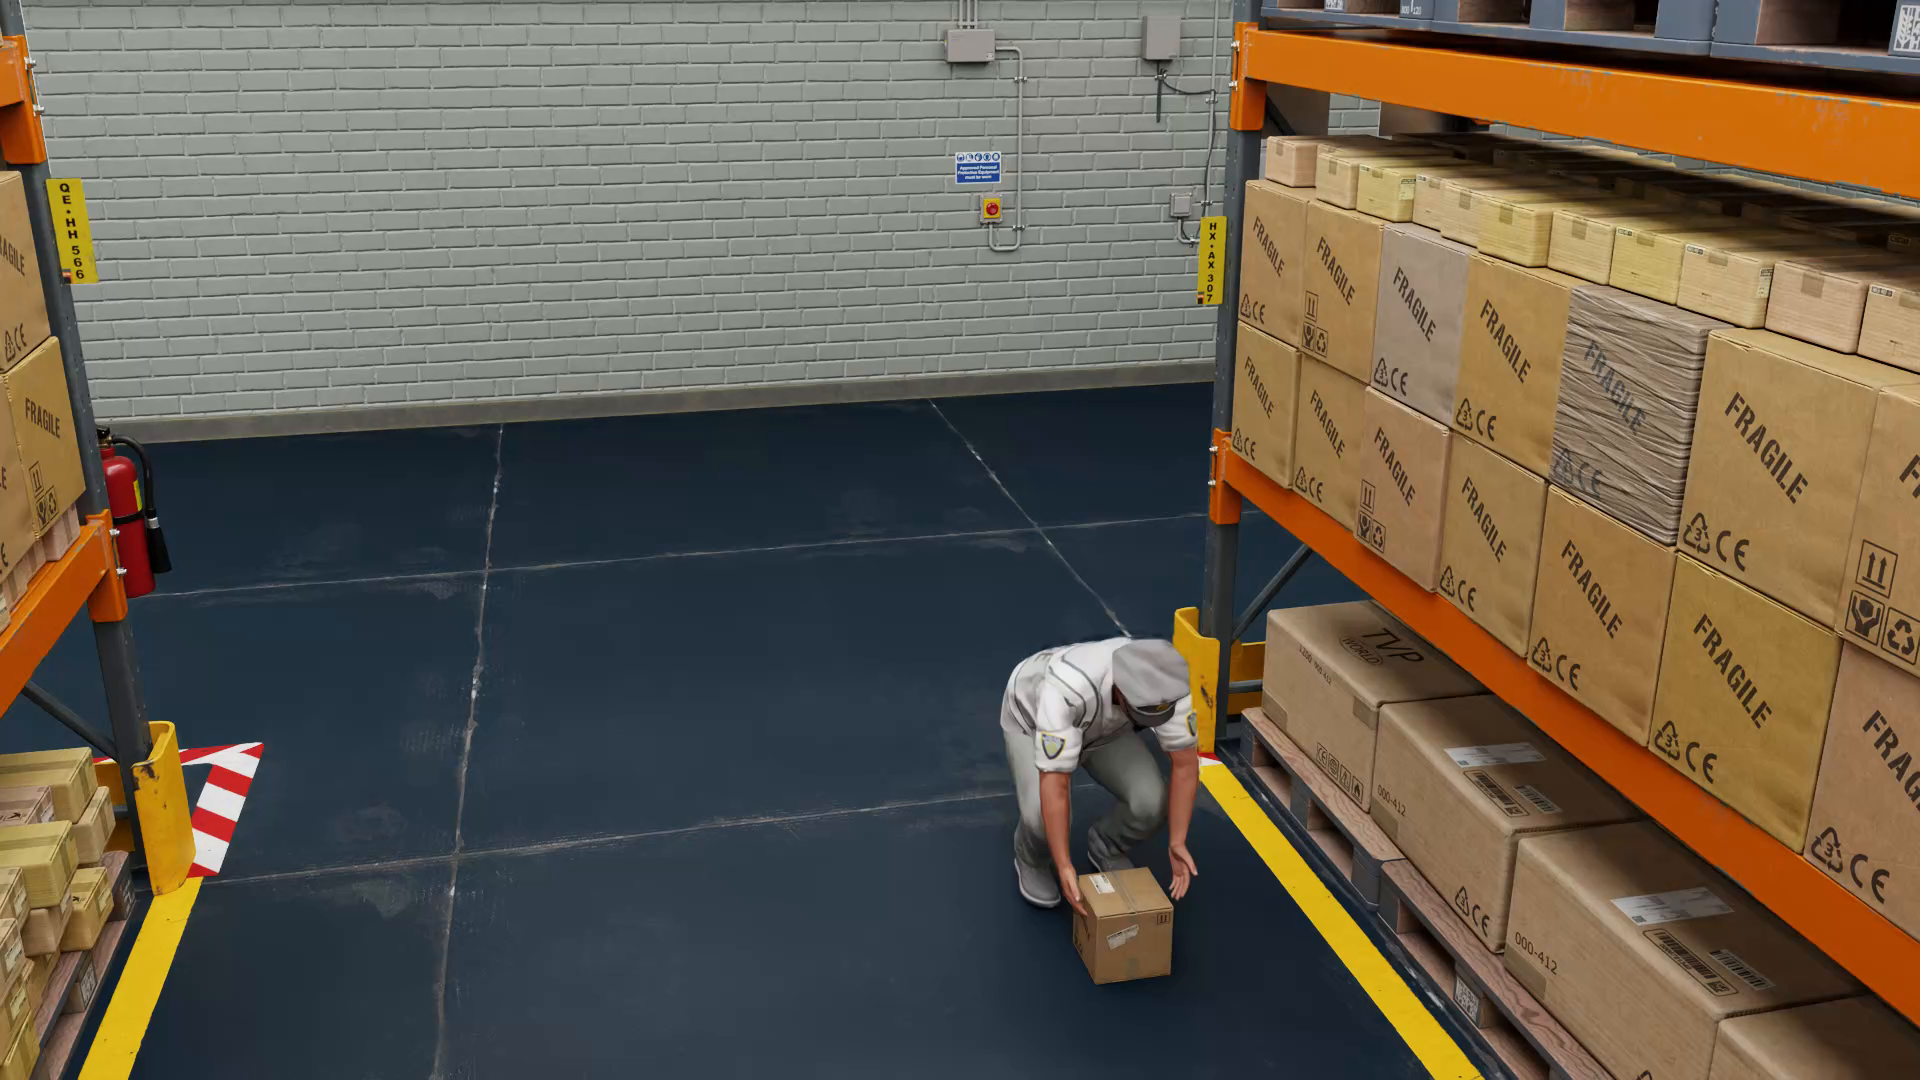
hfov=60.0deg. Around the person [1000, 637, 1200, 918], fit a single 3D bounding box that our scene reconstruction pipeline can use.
[{"bbox_3d":[0.467,0.727,5.526,0.571,1.075,0.934,-5,20,-13],"label":"person"}]
